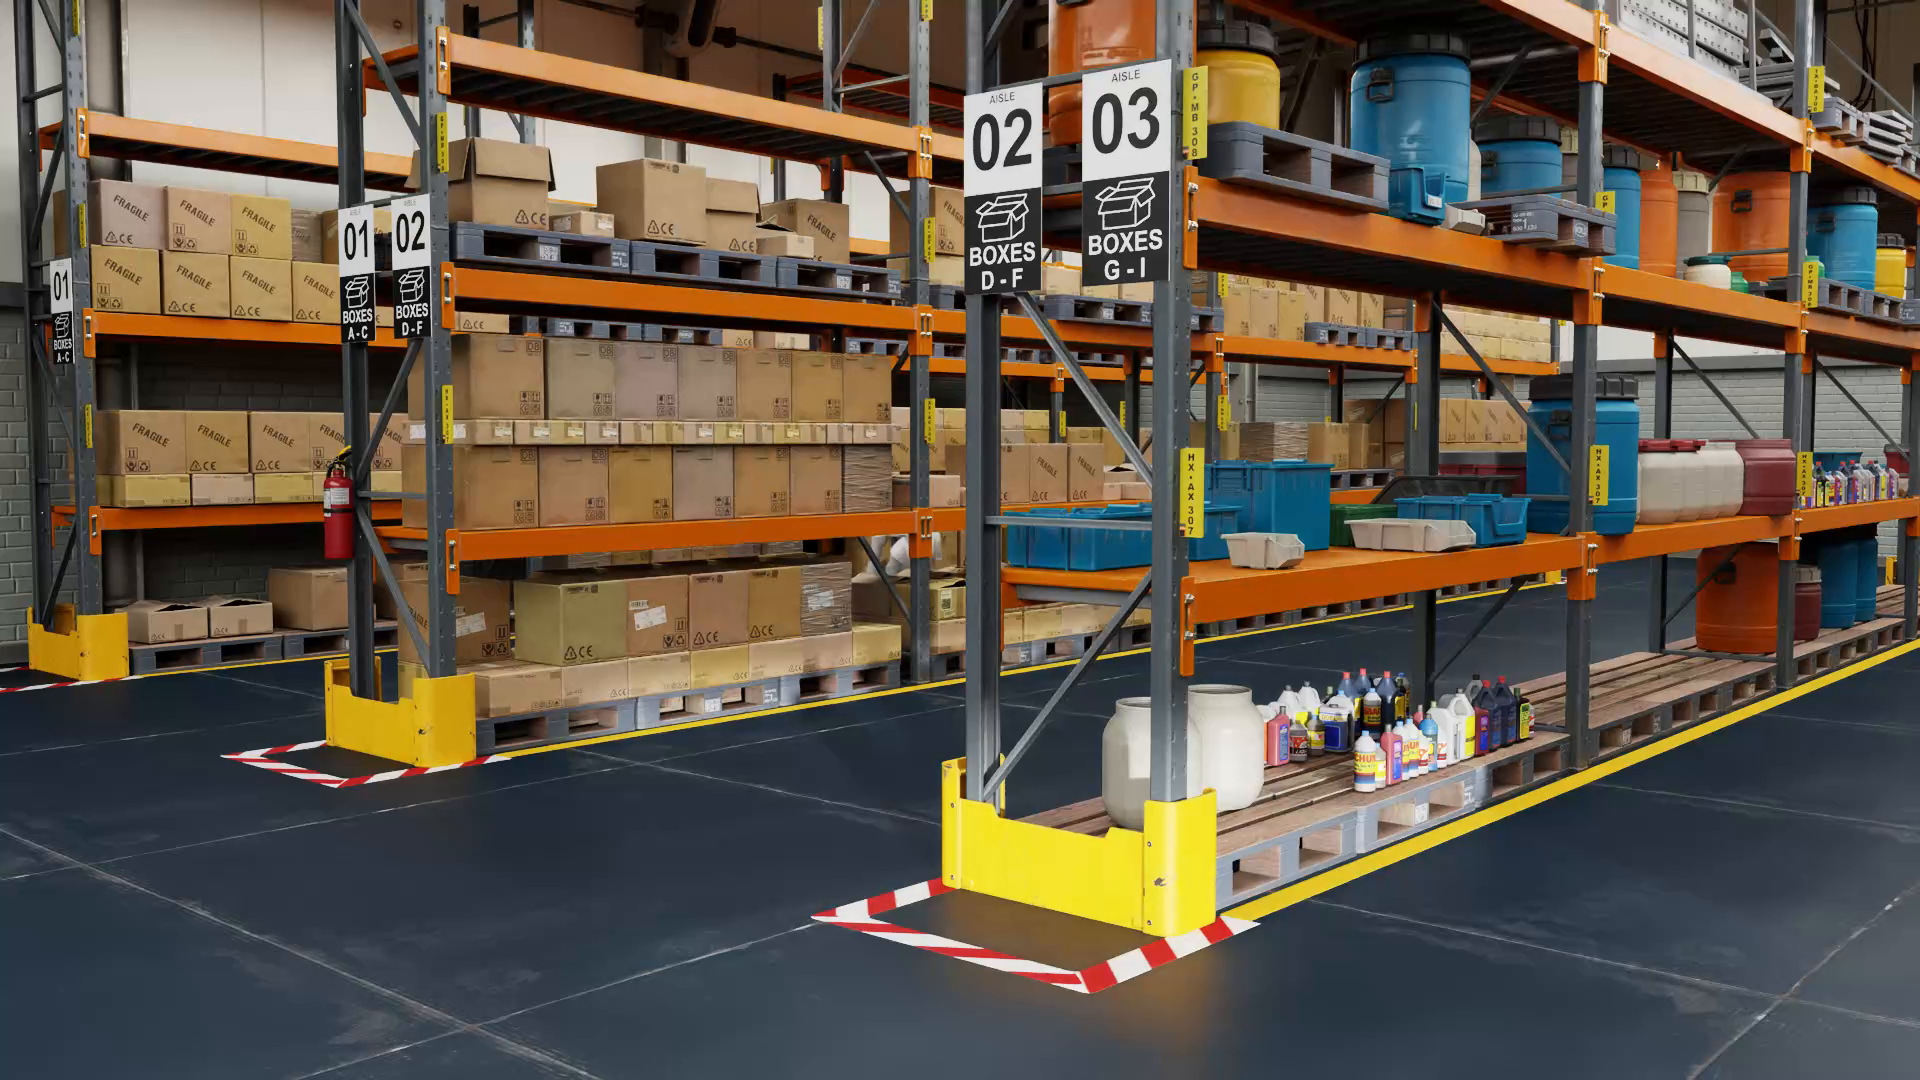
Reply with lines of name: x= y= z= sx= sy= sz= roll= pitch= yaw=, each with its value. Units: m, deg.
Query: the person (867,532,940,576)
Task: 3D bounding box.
person: x=-0.625 y=0.215 z=17.268 sx=0.935 sy=1.160 sz=0.583 roll=3 pitch=4 yaw=38
